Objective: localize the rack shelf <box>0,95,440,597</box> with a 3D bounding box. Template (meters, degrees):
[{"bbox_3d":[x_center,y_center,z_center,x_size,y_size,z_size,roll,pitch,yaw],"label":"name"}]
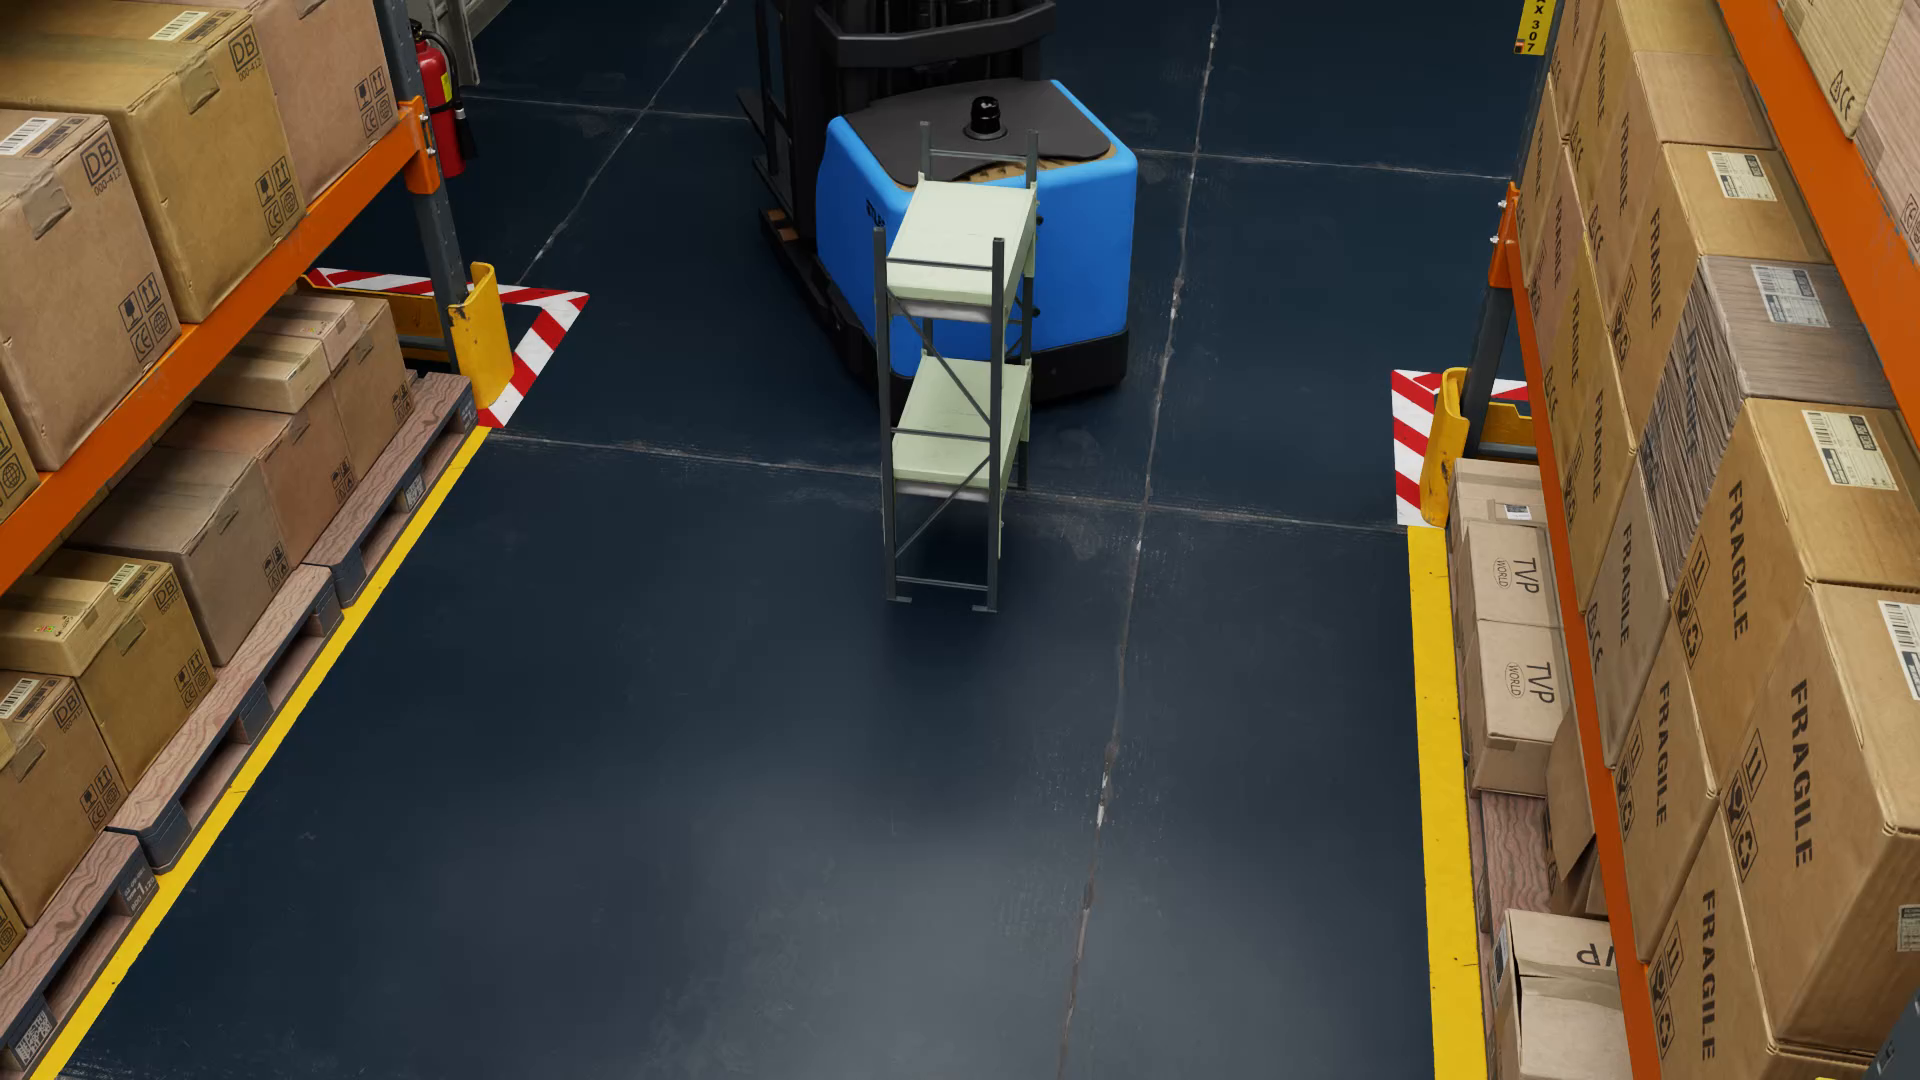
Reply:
[{"bbox_3d":[-2.852,-0.313,4.839,1.077,0.370,4.000,6,40,8],"label":"rack shelf"}]

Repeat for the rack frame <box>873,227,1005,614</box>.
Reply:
[{"bbox_3d":[-0.064,-0.344,5.489,0.400,1.500,0.023,6,40,8],"label":"rack frame"}]

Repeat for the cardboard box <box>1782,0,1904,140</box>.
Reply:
[{"bbox_3d":[1.679,-0.851,2.689,0.500,0.250,0.500,6,40,8],"label":"cardboard box"}]

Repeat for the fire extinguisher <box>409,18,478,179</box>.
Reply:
[{"bbox_3d":[-2.025,-1.716,6.325,0.296,0.674,0.183,6,40,8],"label":"fire extinguisher"}]

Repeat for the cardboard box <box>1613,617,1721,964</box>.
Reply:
[{"bbox_3d":[1.604,0.504,3.207,0.500,0.500,0.500,7,40,9],"label":"cardboard box"}]

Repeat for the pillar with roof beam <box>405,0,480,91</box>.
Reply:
[{"bbox_3d":[1.350,-5.473,5.807,9.100,9.000,0.400,6,40,8],"label":"pillar with roof beam"}]

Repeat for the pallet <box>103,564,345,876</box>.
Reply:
[{"bbox_3d":[-2.780,0.503,5.476,1.003,0.211,1.213,6,40,8],"label":"pallet"}]

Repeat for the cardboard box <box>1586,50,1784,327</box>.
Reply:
[{"bbox_3d":[1.863,-0.834,4.041,0.500,0.500,0.500,7,40,8],"label":"cardboard box"}]

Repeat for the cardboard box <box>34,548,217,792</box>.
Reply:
[{"bbox_3d":[-2.786,0.372,5.079,0.700,0.500,0.500,7,40,9],"label":"cardboard box"}]

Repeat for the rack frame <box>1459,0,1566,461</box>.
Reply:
[{"bbox_3d":[2.374,-1.302,5.470,1.000,3.000,0.127,6,40,8],"label":"rack frame"}]

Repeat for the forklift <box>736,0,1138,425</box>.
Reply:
[{"bbox_3d":[-0.313,-2.520,6.998,1.130,2.935,3.031,-14,42,-16],"label":"forklift"}]

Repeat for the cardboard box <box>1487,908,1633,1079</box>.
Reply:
[{"bbox_3d":[1.631,1.216,4.190,0.500,0.311,0.500,6,40,8],"label":"cardboard box"}]

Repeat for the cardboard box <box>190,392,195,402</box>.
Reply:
[{"bbox_3d":[-2.790,-0.626,5.776,0.380,0.149,0.250,6,40,8],"label":"cardboard box"}]

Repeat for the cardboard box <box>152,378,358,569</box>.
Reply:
[{"bbox_3d":[-2.615,-0.280,5.866,0.700,0.500,0.500,6,40,8],"label":"cardboard box"}]

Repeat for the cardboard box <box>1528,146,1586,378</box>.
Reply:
[{"bbox_3d":[1.954,-0.766,4.744,0.500,0.500,0.500,6,40,7],"label":"cardboard box"}]

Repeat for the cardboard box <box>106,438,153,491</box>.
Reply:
[{"bbox_3d":[-2.877,-0.309,5.393,0.380,0.149,0.250,7,40,8],"label":"cardboard box"}]

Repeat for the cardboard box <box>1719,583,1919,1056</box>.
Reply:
[{"bbox_3d":[1.514,0.439,2.502,0.500,0.500,0.500,7,40,8],"label":"cardboard box"}]

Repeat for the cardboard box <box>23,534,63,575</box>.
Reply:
[{"bbox_3d":[-2.965,0.011,5.006,0.380,0.149,0.250,6,40,7],"label":"cardboard box"}]

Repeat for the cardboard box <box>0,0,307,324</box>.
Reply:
[{"bbox_3d":[-2.699,-1.182,5.090,0.980,0.700,0.700,6,40,7],"label":"cardboard box"}]

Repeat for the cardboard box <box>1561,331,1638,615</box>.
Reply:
[{"bbox_3d":[1.776,-0.138,3.985,0.500,0.500,0.500,7,40,8],"label":"cardboard box"}]

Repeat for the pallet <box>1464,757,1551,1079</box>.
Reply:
[{"bbox_3d":[2.011,1.085,4.773,1.003,0.211,1.213,6,40,8],"label":"pallet"}]

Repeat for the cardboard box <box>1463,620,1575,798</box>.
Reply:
[{"bbox_3d":[1.828,0.526,5.072,0.500,0.250,0.500,6,40,8],"label":"cardboard box"}]

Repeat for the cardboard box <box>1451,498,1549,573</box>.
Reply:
[{"bbox_3d":[1.920,0.003,5.771,0.380,0.166,0.250,6,40,8],"label":"cardboard box"}]

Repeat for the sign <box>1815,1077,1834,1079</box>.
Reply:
[{"bbox_3d":[1.146,0.820,2.225,0.100,0.325,0.005,6,40,8],"label":"sign"}]

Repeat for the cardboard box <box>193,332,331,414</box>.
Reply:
[{"bbox_3d":[-2.414,-0.582,5.724,0.380,0.149,0.250,7,40,9],"label":"cardboard box"}]

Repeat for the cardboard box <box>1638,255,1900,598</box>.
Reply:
[{"bbox_3d":[1.688,-0.199,3.274,0.500,0.500,0.500,7,40,8],"label":"cardboard box"}]

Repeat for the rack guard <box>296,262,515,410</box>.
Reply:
[{"bbox_3d":[-2.501,-0.897,6.943,1.175,0.500,0.348,6,40,8],"label":"rack guard"}]

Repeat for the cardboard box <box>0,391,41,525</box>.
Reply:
[{"bbox_3d":[-2.956,-0.247,3.959,0.980,0.700,0.700,5,40,7],"label":"cardboard box"}]

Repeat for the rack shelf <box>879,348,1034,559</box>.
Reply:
[{"bbox_3d":[-0.001,-0.323,5.975,0.431,0.370,0.720,6,40,8],"label":"rack shelf"}]

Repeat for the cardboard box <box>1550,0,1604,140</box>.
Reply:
[{"bbox_3d":[2.038,-1.476,4.818,0.500,0.500,0.500,8,40,9],"label":"cardboard box"}]

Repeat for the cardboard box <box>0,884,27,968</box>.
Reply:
[{"bbox_3d":[-2.967,1.008,4.309,0.700,0.500,0.500,7,40,8],"label":"cardboard box"}]

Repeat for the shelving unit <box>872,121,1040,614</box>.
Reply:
[{"bbox_3d":[-0.001,-0.574,5.767,0.431,1.500,0.755,6,40,8],"label":"shelving unit"}]

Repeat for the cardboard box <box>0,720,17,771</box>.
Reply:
[{"bbox_3d":[-2.728,0.564,4.337,0.380,0.149,0.250,8,40,9],"label":"cardboard box"}]
